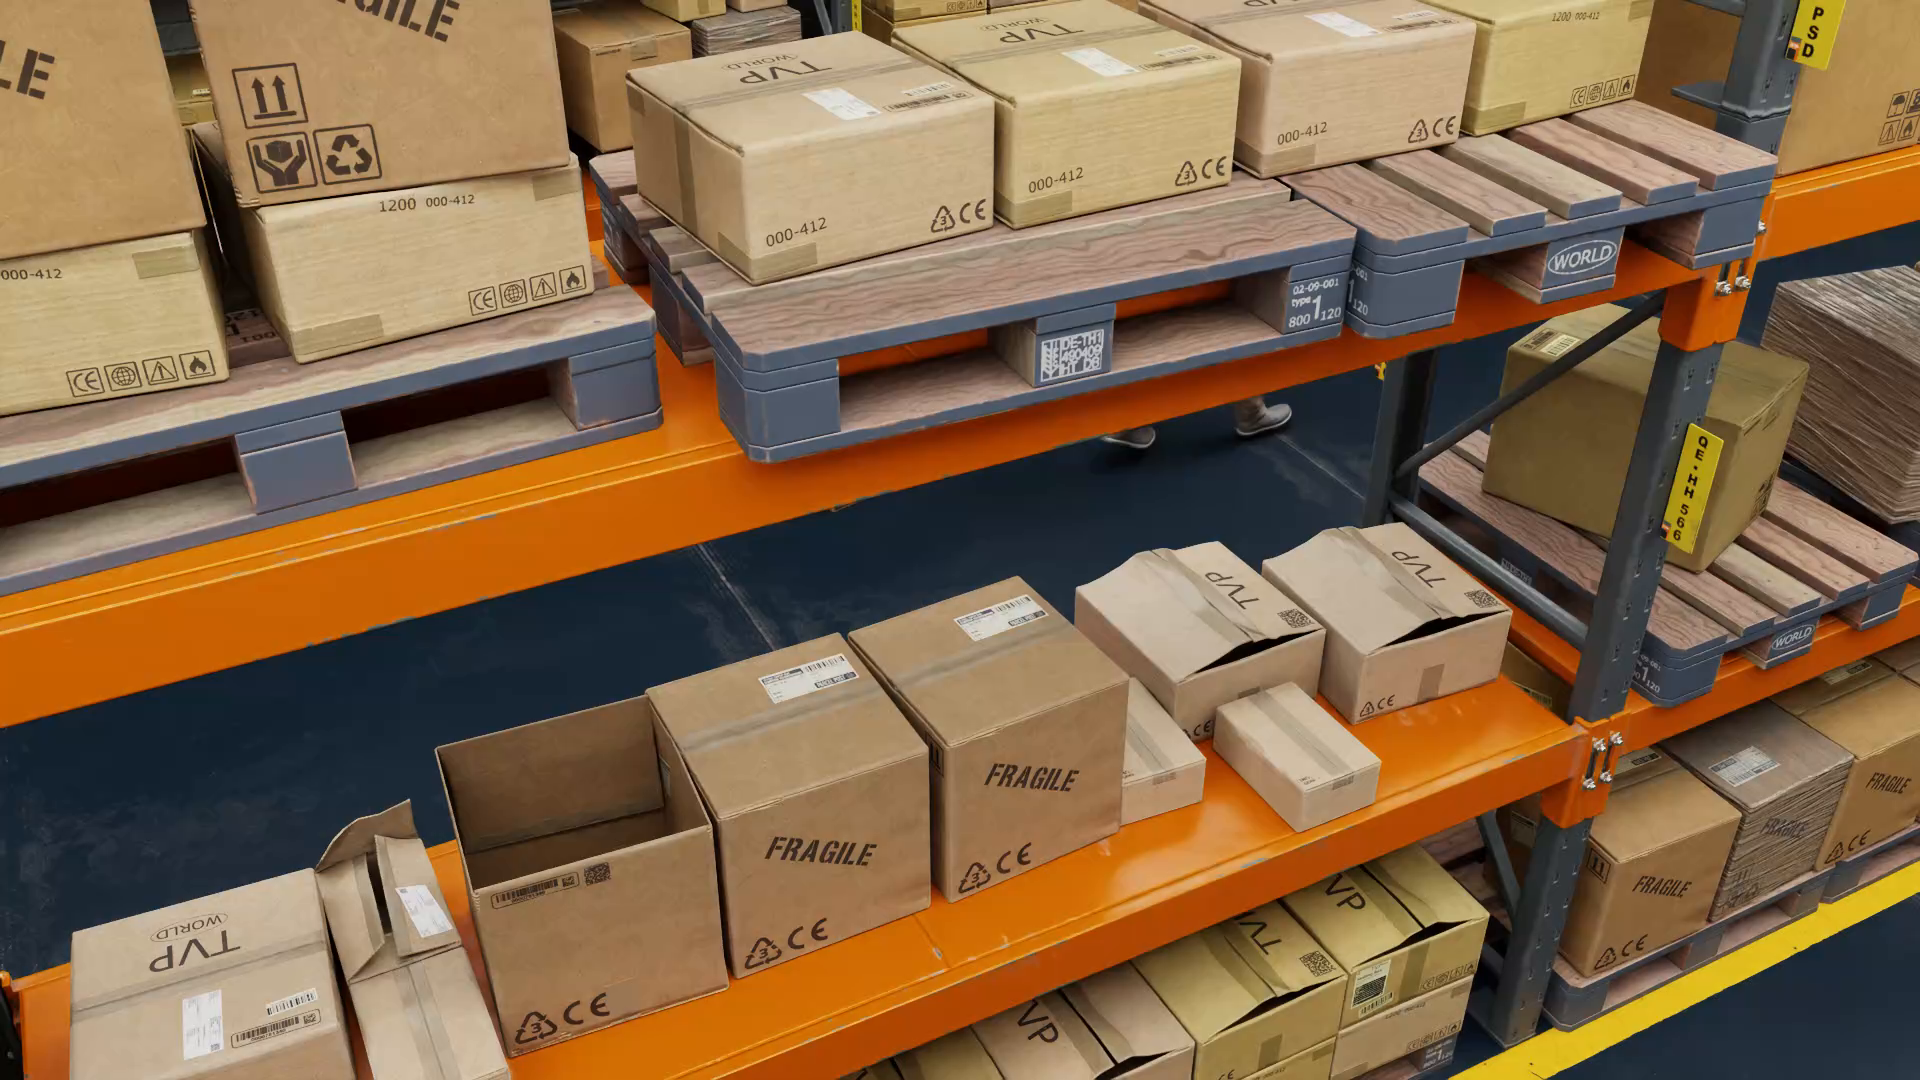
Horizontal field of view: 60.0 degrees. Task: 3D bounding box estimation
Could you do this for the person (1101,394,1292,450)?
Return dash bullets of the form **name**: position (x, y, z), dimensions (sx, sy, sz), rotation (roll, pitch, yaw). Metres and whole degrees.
- **person**: position (1.208, -1.211, 8.042), dimensions (1.056, 1.670, 0.566), rotation (-23, 39, -31)
